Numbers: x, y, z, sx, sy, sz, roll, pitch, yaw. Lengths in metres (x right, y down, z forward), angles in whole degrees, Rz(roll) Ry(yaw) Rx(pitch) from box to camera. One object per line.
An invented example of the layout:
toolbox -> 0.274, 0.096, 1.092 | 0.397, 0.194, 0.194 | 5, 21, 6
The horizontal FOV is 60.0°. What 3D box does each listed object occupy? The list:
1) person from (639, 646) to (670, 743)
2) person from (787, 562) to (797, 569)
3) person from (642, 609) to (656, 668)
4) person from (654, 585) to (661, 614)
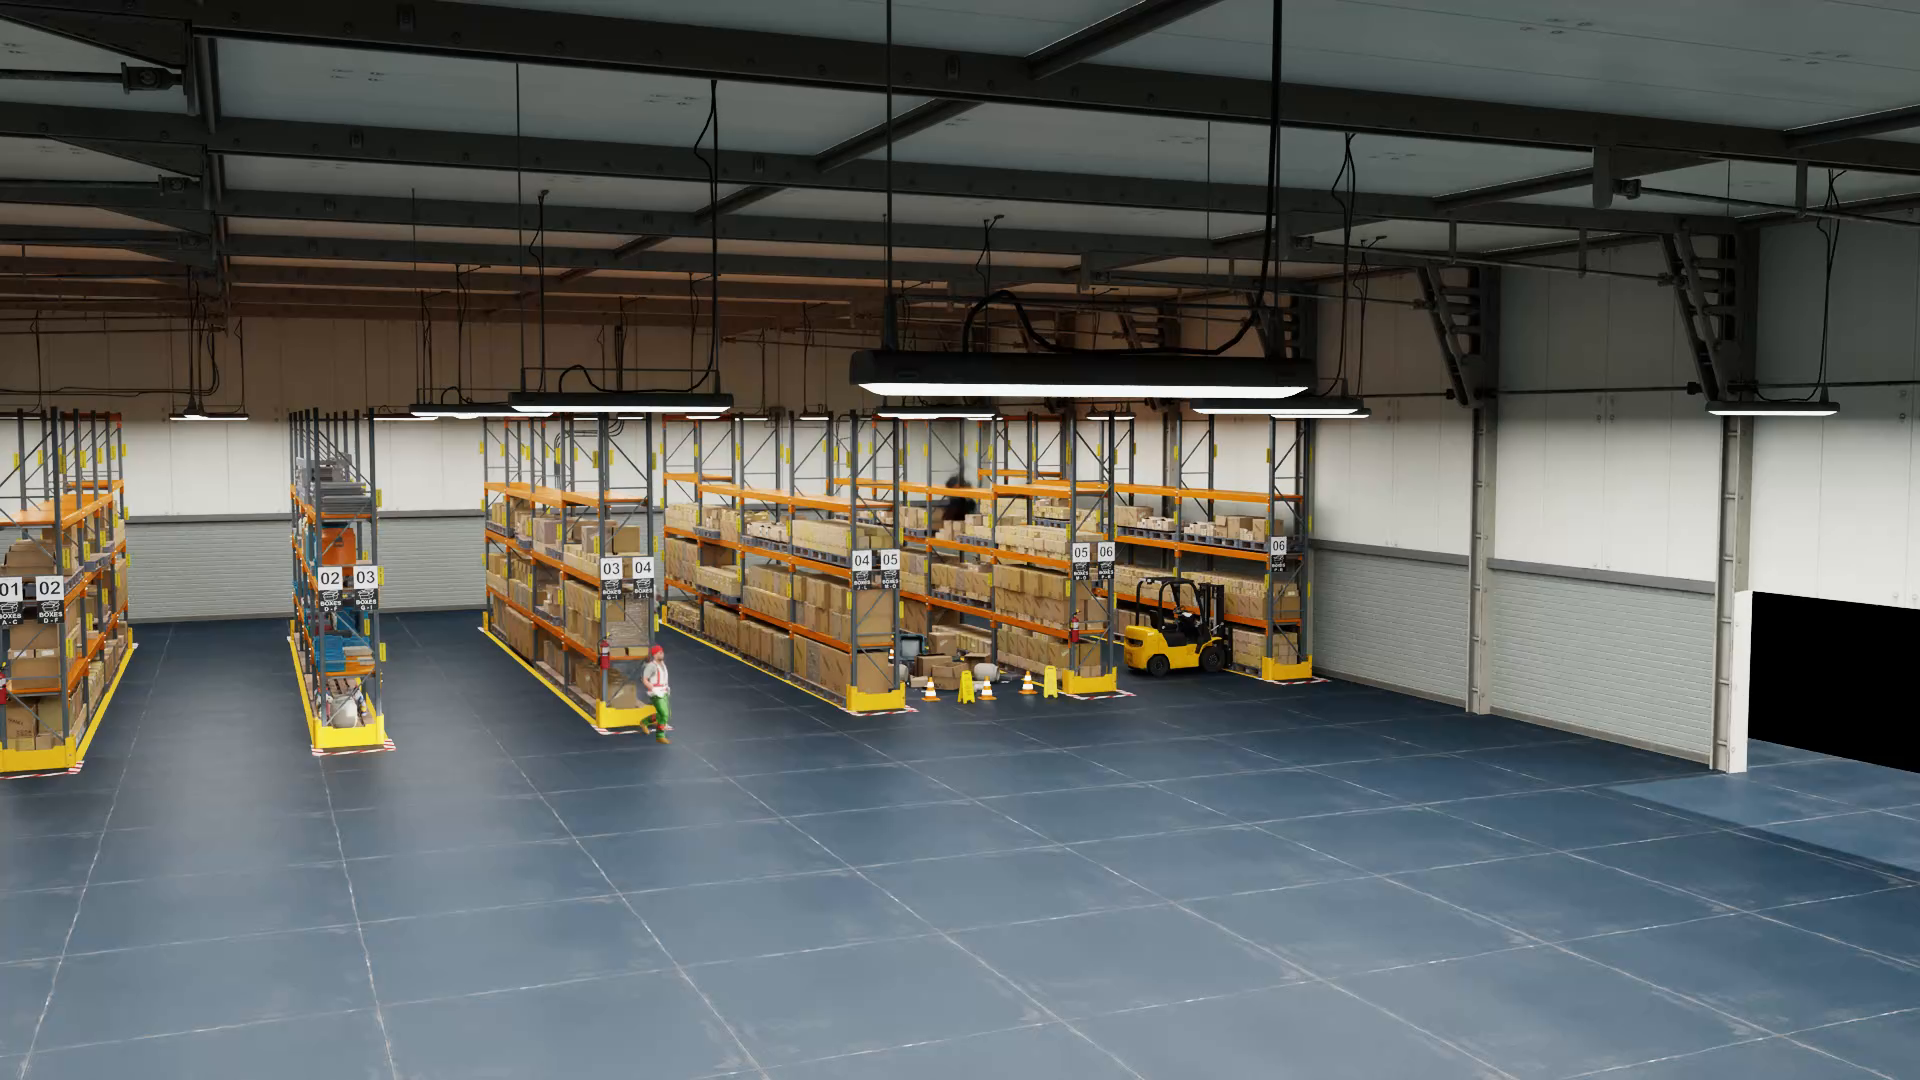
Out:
person -> -5.499, 2.763, 29.900 | 0.670, 1.748, 0.692 | 1, 4, 18
person -> -5.108, 1.325, 50.815 | 0.706, 1.670, 0.555 | -1, 4, -20
person -> -7.425, 2.144, 39.068 | 0.656, 1.682, 0.664 | -2, 4, -24
person -> -8.179, 1.787, 43.786 | 0.676, 1.734, 0.611 | -2, 4, -21
